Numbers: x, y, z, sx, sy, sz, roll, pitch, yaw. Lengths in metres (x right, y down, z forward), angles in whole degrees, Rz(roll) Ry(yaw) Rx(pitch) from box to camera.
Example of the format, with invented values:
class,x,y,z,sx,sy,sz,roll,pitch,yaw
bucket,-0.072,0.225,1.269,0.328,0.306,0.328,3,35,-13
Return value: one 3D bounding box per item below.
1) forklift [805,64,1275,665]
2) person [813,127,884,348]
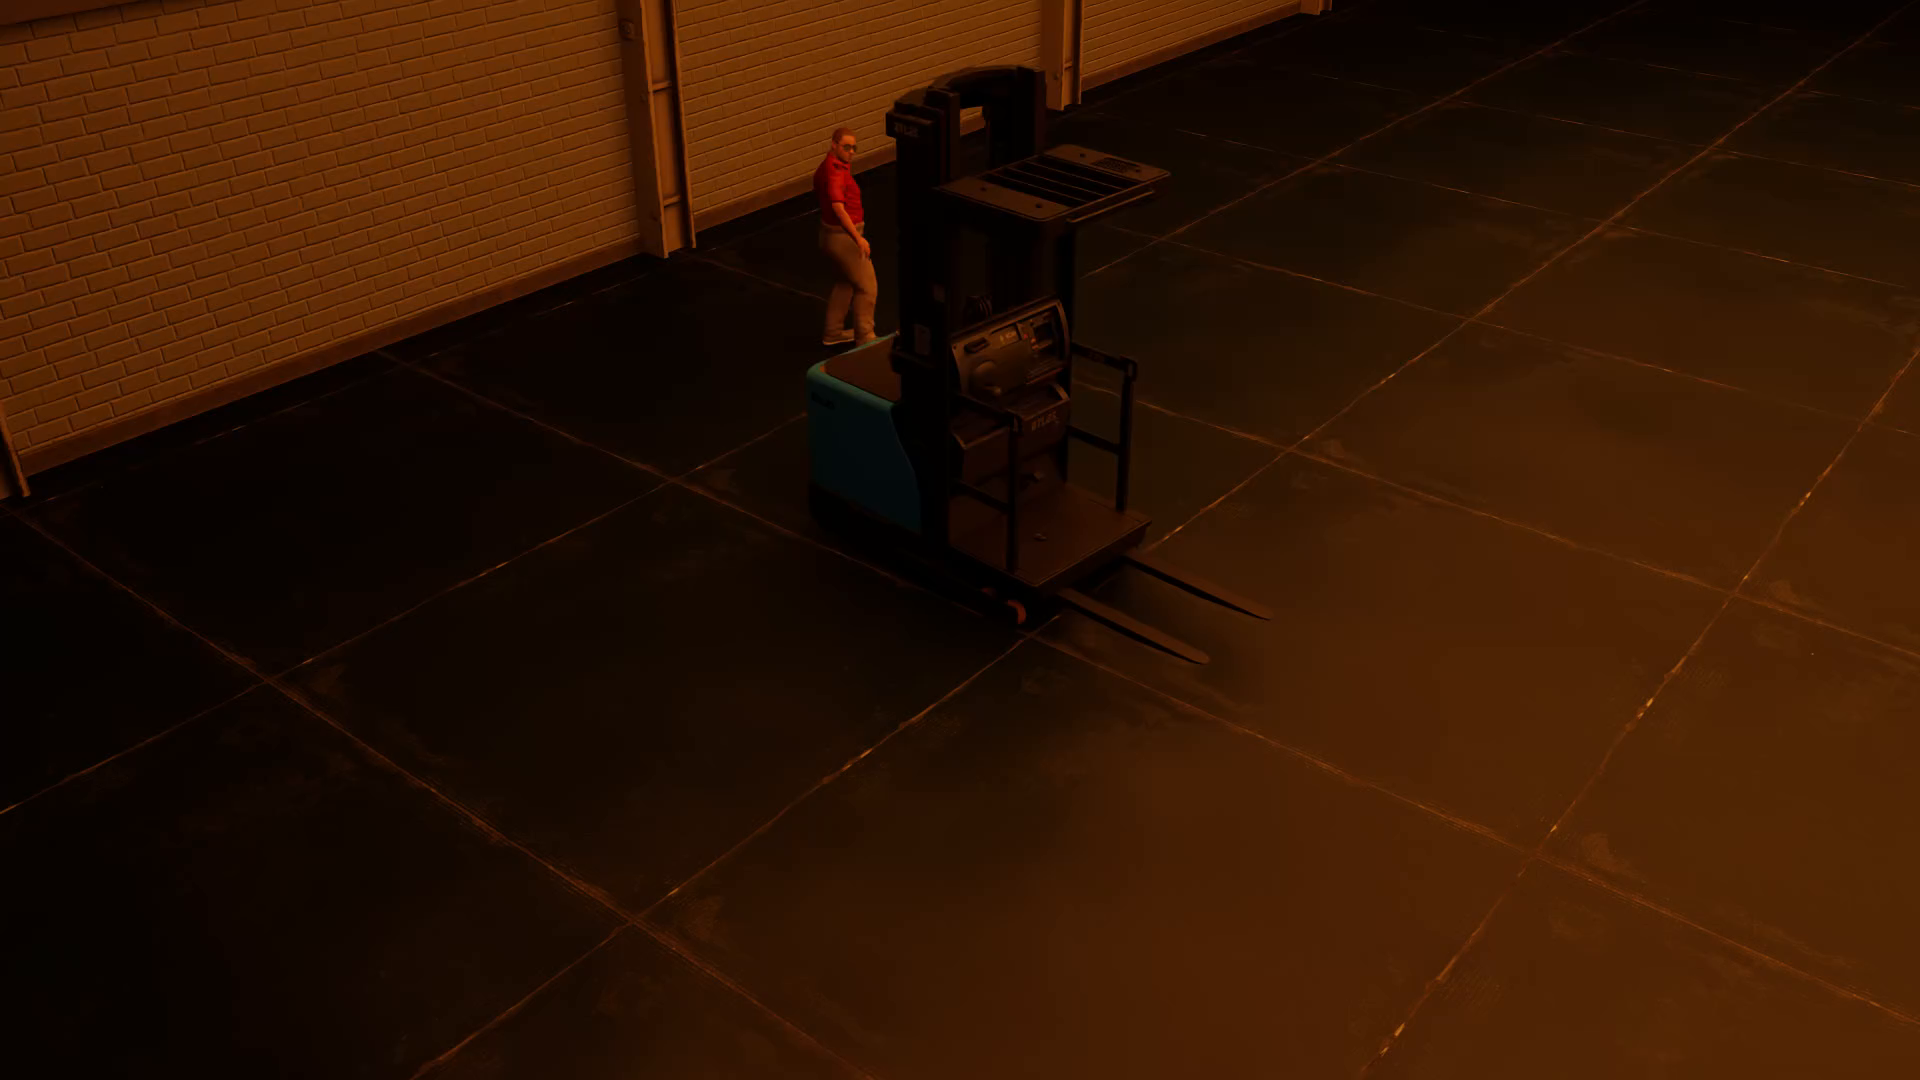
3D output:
class,x,y,z,sx,sy,sz,roll,pitch,yaw
forklift,0.446,-1.055,9.400,3.031,2.935,1.130,26,39,37
person,-0.844,-2.310,12.762,0.520,1.709,0.748,-14,33,-22
